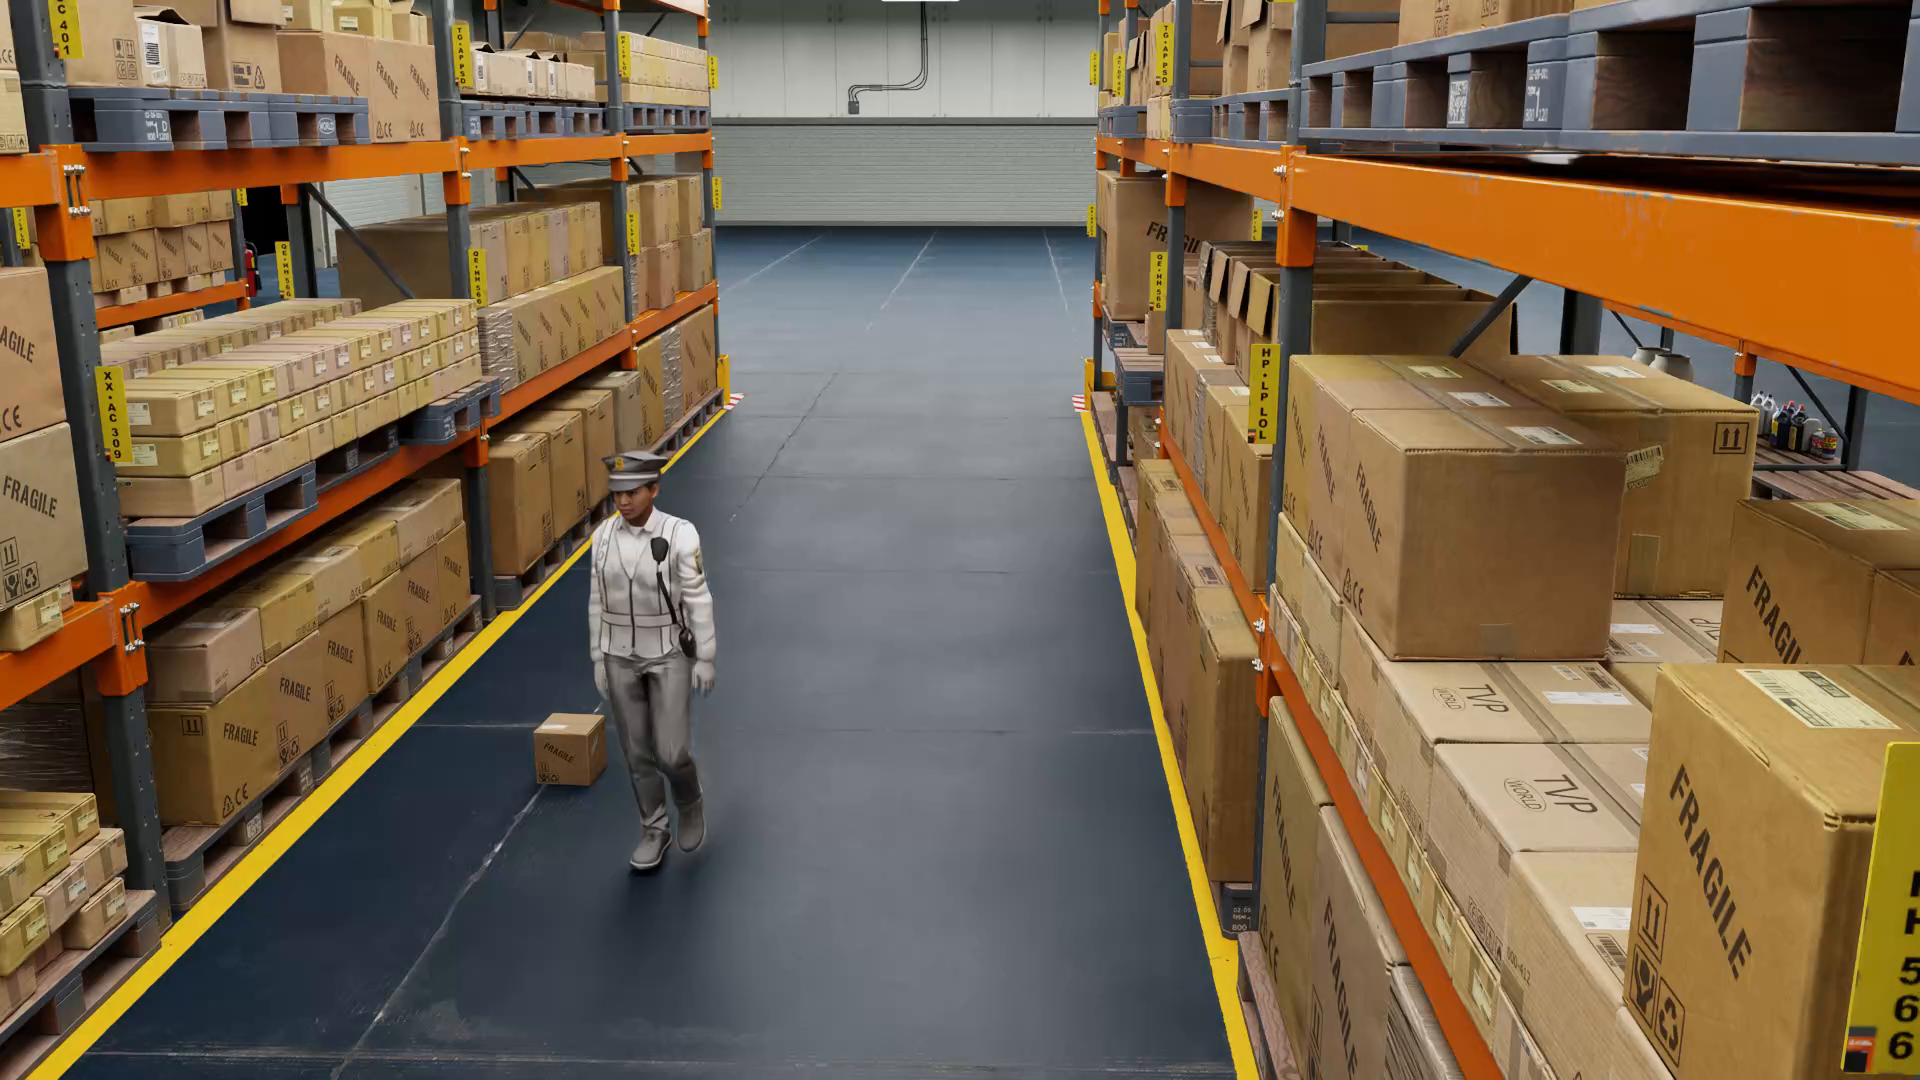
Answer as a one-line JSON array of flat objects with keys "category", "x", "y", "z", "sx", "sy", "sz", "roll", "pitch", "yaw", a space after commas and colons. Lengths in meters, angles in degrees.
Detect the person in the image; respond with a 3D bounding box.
[{"category": "person", "x": -1.213, "y": 0.471, "z": 6.484, "sx": 0.508, "sy": 1.667, "sz": 0.433, "roll": 3, "pitch": 14, "yaw": 11}]
